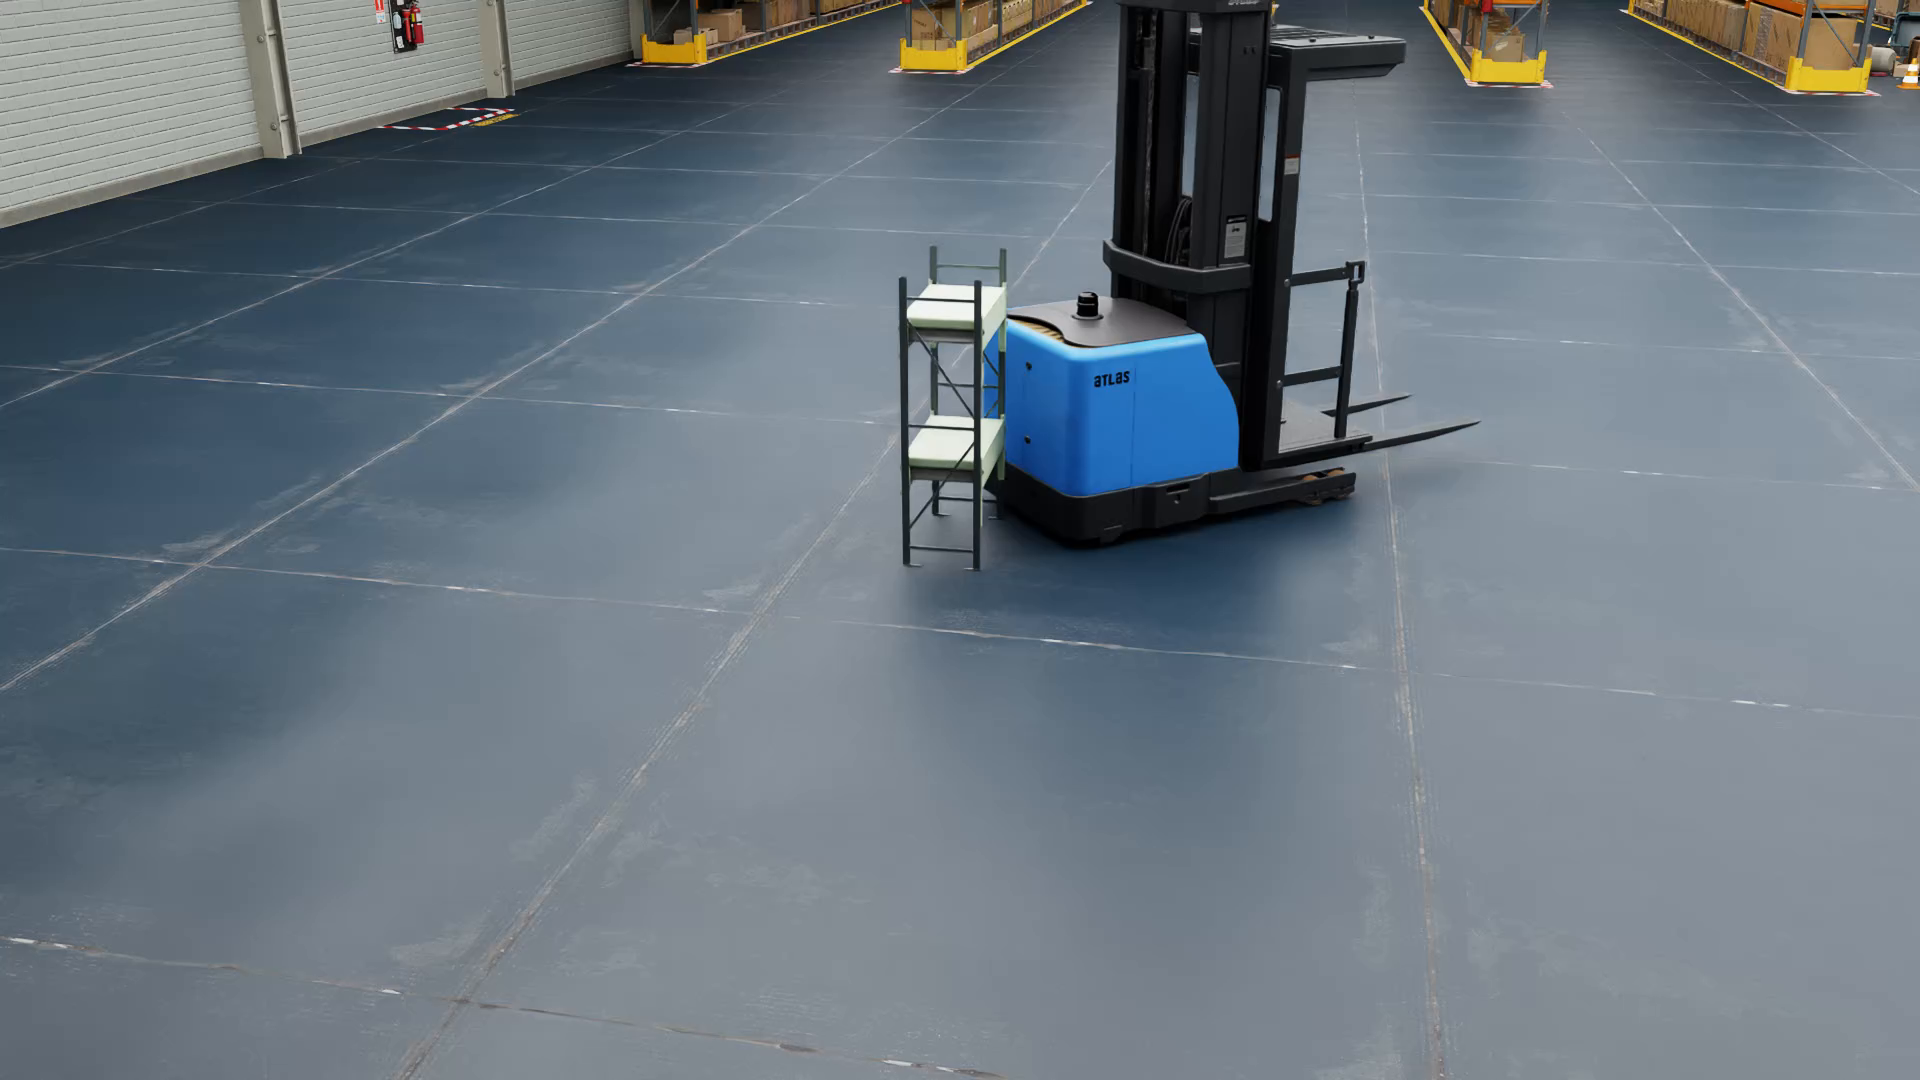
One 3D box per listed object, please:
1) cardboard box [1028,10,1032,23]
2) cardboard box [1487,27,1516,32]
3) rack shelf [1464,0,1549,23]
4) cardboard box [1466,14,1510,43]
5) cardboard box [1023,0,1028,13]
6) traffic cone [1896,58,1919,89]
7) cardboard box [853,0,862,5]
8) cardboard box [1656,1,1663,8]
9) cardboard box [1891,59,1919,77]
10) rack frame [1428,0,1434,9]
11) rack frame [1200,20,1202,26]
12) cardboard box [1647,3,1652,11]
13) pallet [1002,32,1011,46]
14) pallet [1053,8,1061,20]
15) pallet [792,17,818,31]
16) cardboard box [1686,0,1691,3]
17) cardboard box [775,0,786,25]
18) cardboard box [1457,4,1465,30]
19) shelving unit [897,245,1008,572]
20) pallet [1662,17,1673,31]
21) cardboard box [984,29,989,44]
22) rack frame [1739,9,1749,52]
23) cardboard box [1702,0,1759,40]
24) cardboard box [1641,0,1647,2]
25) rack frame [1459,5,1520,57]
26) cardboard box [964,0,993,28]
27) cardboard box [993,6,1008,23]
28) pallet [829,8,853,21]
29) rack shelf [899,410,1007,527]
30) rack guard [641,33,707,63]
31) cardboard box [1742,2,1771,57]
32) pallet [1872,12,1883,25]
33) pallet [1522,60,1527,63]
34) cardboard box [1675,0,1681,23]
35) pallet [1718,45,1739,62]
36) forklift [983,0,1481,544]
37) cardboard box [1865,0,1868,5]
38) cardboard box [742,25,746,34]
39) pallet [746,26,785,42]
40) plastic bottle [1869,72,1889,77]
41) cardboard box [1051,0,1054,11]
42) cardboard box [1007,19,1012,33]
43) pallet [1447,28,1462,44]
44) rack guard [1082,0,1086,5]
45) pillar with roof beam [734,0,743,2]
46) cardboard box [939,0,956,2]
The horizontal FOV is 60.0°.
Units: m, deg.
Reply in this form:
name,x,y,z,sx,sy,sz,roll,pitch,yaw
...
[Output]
name,x,y,z,sx,sy,sz,roll,pitch,yaw
cardboard box,1.292,-11.523,36.569,0.500,0.250,0.500,5,22,12
cardboard box,9.604,-8.844,29.581,0.500,0.500,0.500,7,23,16
rack shelf,9.633,-9.530,29.465,1.077,0.370,4.000,4,22,11
cardboard box,10.188,-9.863,32.085,0.700,0.500,0.500,3,22,7
cardboard box,1.195,-11.593,35.993,0.500,0.311,0.500,4,22,10
traffic cone,15.558,-7.627,27.171,0.336,0.463,0.334,4,22,11
cardboard box,-2.879,-13.604,40.932,0.750,0.750,0.750,5,22,12
cardboard box,16.305,-12.356,38.374,0.380,0.149,0.250,3,22,8
cardboard box,16.328,-8.143,28.717,0.396,0.266,0.258,8,23,20
rack frame,12.490,-14.984,42.044,1.000,3.000,0.127,4,22,11
rack frame,5.192,-10.973,32.084,1.000,3.000,0.127,4,22,11
cardboard box,16.602,-12.708,39.645,0.380,0.149,0.250,4,22,11
pallet,0.456,-10.331,34.223,1.003,0.211,1.213,4,22,11
pallet,1.848,-12.684,40.065,1.003,0.211,1.213,4,22,11
pallet,-3.851,-11.612,37.403,1.003,0.211,1.213,4,22,11
cardboard box,15.668,-11.482,35.128,0.500,0.250,0.500,5,22,12
cardboard box,-4.172,-11.420,35.950,0.700,0.500,0.500,5,22,12
cardboard box,10.740,-10.856,34.552,0.700,0.500,0.500,3,22,8
shelving unit,-0.026,-0.685,8.548,0.431,1.500,0.755,4,22,10
pallet,16.351,-11.528,37.195,1.003,0.211,1.213,4,22,11
cardboard box,0.264,-9.719,32.089,0.500,0.250,0.500,4,22,11
rack frame,14.876,-10.180,30.116,1.000,3.000,0.127,4,22,11
cardboard box,15.305,-10.259,32.760,1.050,0.750,0.750,5,22,12
cardboard box,16.734,-13.130,40.295,0.380,0.149,0.250,5,23,13
rack frame,10.041,-10.595,31.147,1.000,3.000,0.127,4,22,11
cardboard box,0.350,-10.251,32.406,0.500,0.500,0.500,4,22,11
cardboard box,0.672,-10.664,33.684,0.500,0.311,0.500,5,22,11
pallet,-3.204,-12.625,39.919,1.003,0.211,1.213,4,22,11
rack shelf,-0.026,-0.383,8.670,0.431,0.370,0.720,4,22,10
rack guard,-5.307,-9.134,30.863,1.175,0.500,0.348,4,22,11
cardboard box,14.679,-9.165,29.877,0.875,0.875,0.875,5,22,12
pallet,21.854,-12.192,38.844,1.003,0.211,1.213,4,22,11
pallet,9.441,-8.161,28.835,1.003,0.211,1.213,4,22,11
cardboard box,15.898,-11.505,36.190,0.500,0.500,0.500,5,22,12
pallet,14.960,-9.175,31.352,1.003,0.211,1.213,4,22,11
forklift,1.660,-1.716,9.190,3.031,2.935,1.130,-11,25,-26
cardboard box,22.155,-12.986,39.950,0.875,0.438,0.875,4,22,9
cardboard box,-4.586,-10.420,33.915,0.380,0.166,0.250,2,22,4
pallet,-4.349,-10.720,35.188,1.003,0.211,1.213,4,22,11
plastic bottle,15.902,-8.050,28.761,0.283,0.061,0.133,-3,22,-8
cardboard box,1.945,-12.757,39.270,0.500,0.500,0.500,5,22,12
cardboard box,0.775,-10.587,34.244,0.500,0.250,0.500,5,22,12
pallet,10.696,-10.479,34.591,1.003,0.211,1.213,4,22,11
rack guard,2.777,-14.553,44.320,1.175,0.500,0.348,4,22,11
pillar with roof beam,-0.588,-15.236,34.639,9.100,9.000,0.400,4,22,11
cardboard box,-0.151,-10.290,32.503,0.500,0.500,0.500,4,22,11
